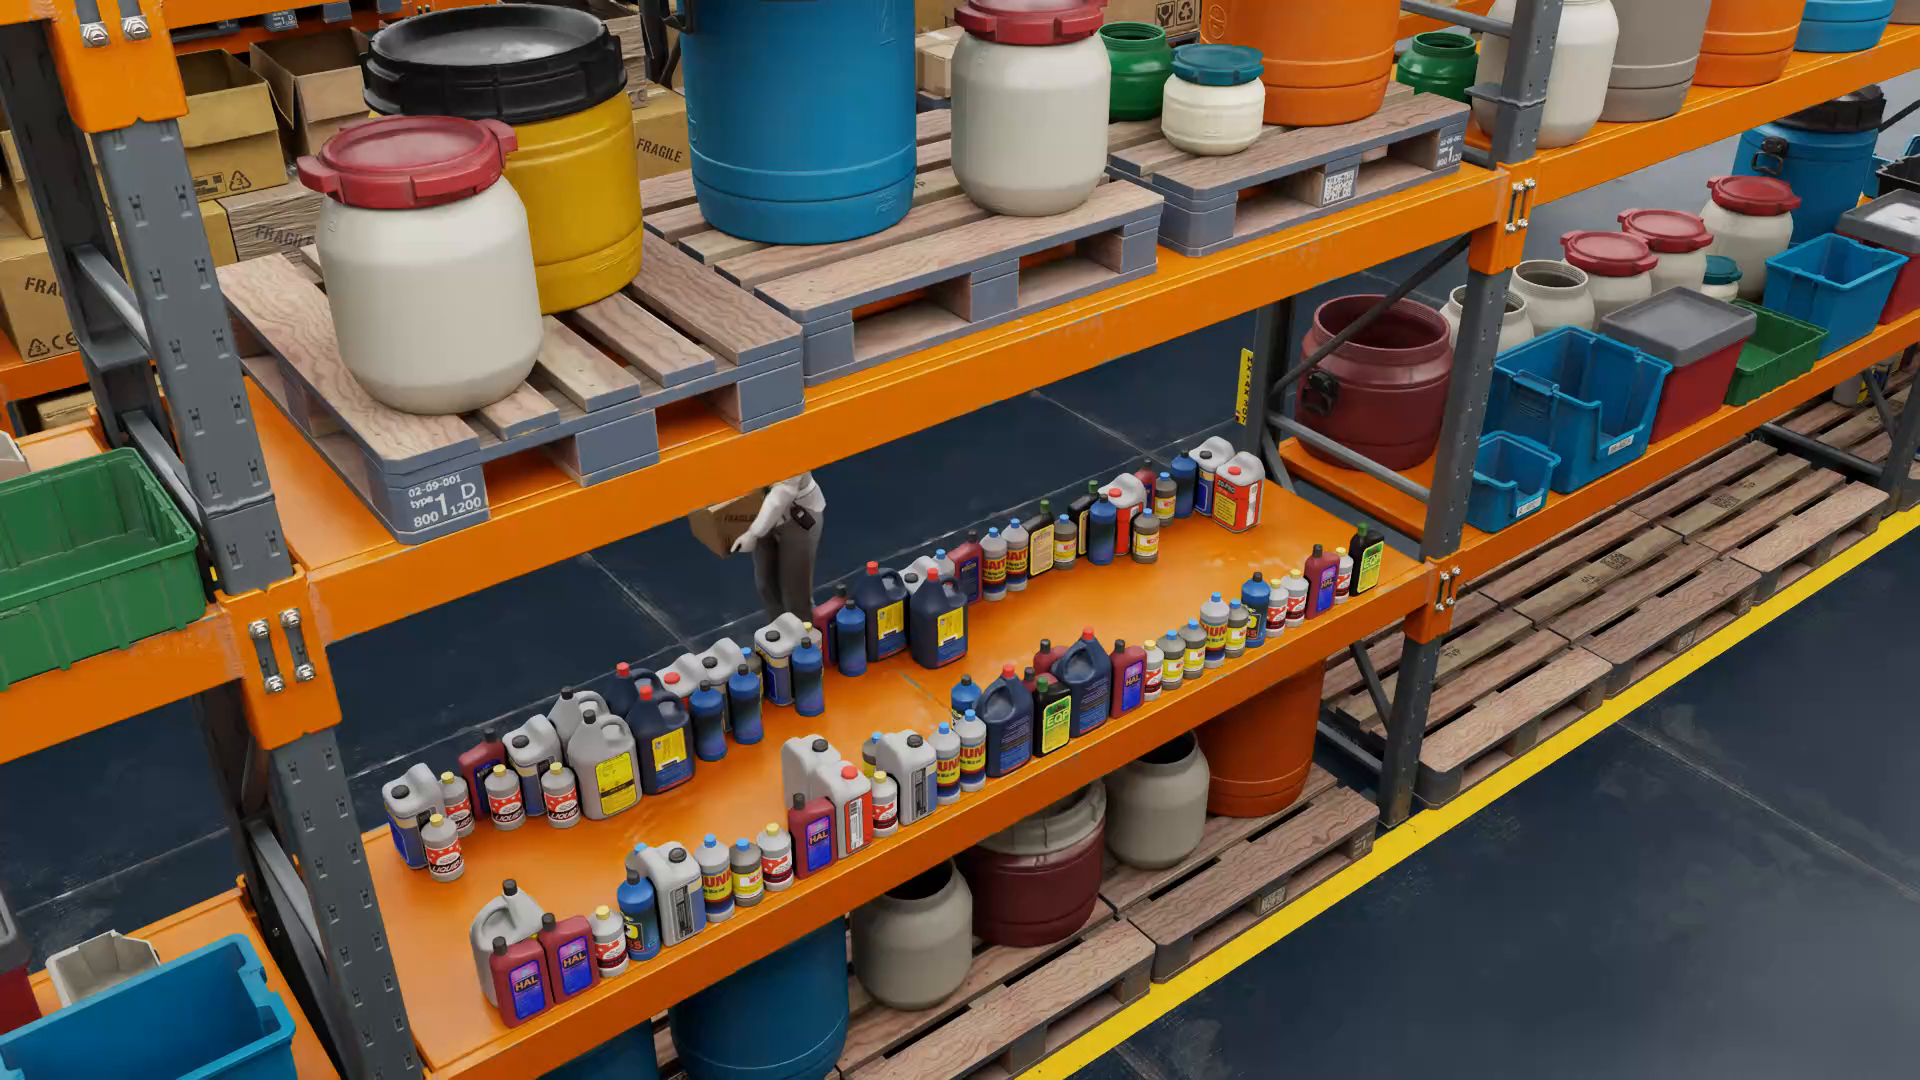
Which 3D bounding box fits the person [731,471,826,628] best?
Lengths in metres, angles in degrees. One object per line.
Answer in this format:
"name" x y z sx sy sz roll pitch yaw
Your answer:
"person" -0.843 -0.068 7.226 0.515 1.691 0.432 -23 39 -32
